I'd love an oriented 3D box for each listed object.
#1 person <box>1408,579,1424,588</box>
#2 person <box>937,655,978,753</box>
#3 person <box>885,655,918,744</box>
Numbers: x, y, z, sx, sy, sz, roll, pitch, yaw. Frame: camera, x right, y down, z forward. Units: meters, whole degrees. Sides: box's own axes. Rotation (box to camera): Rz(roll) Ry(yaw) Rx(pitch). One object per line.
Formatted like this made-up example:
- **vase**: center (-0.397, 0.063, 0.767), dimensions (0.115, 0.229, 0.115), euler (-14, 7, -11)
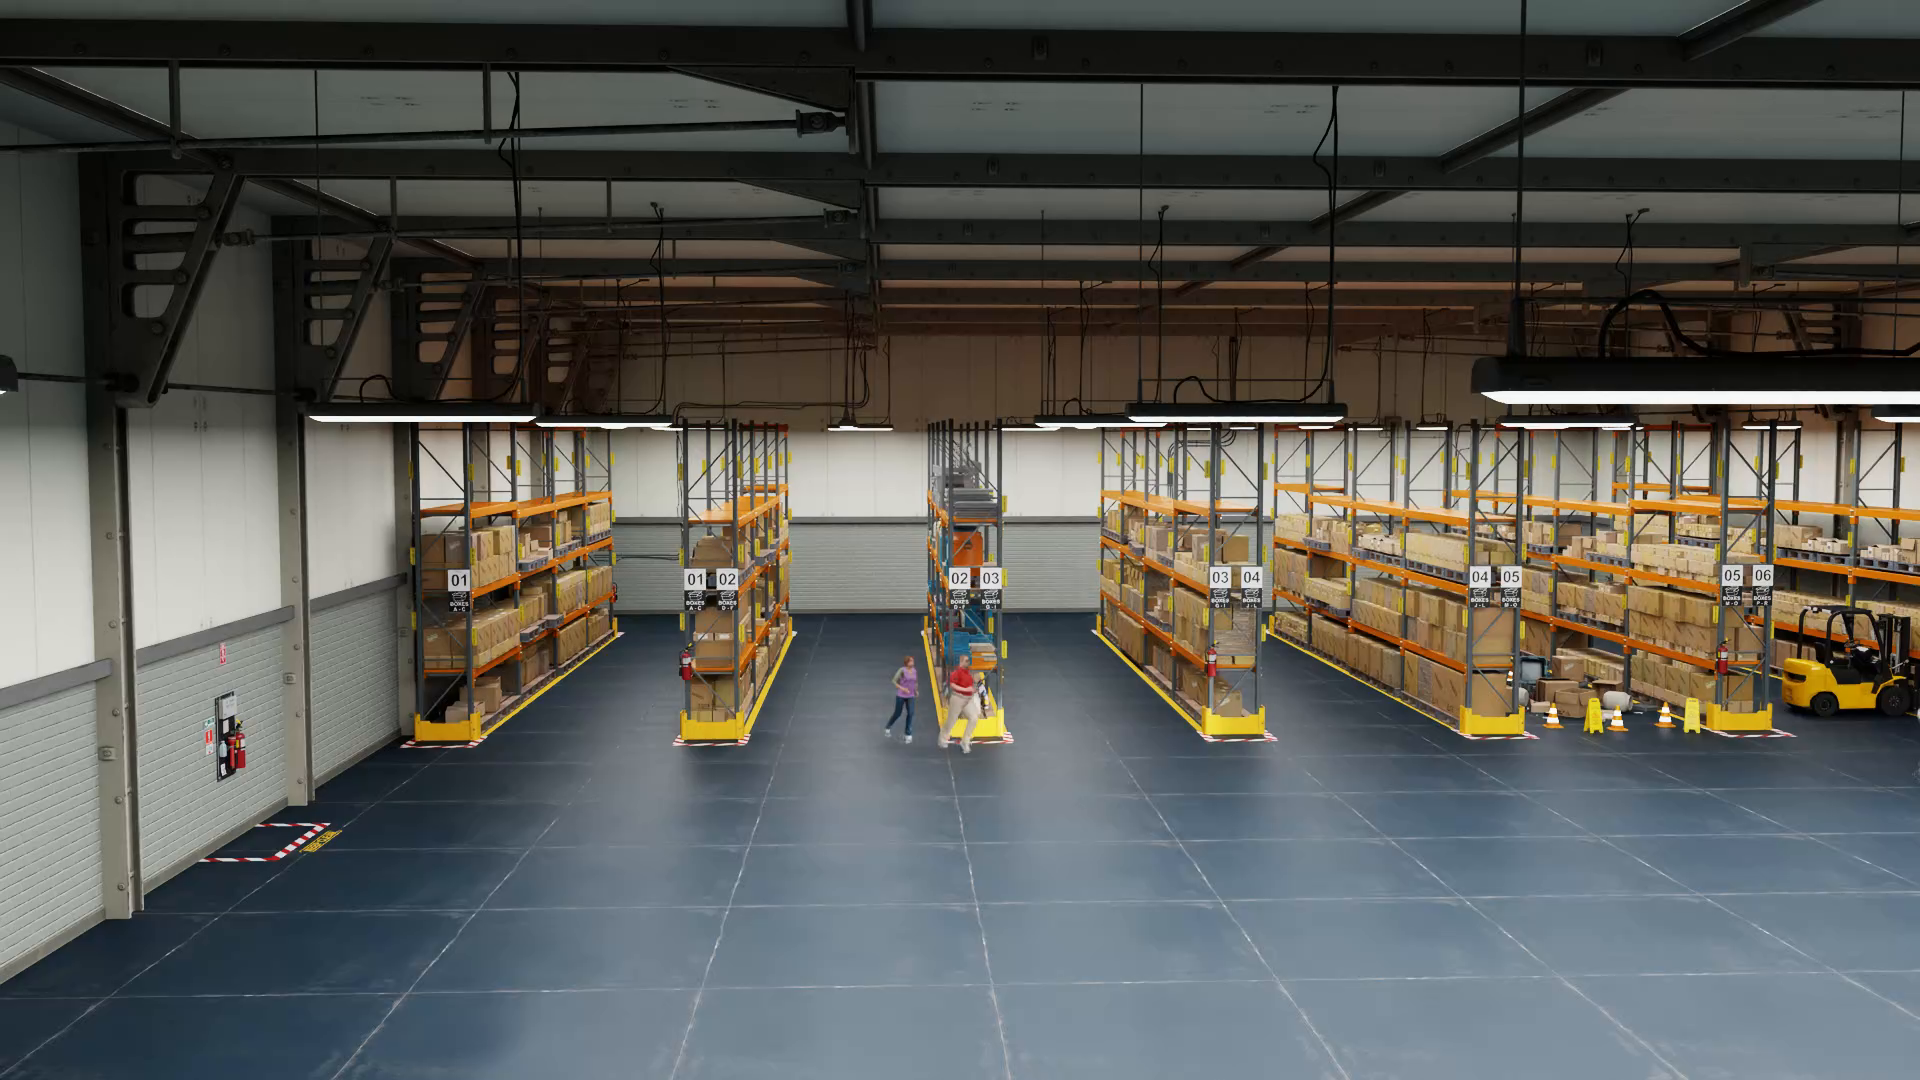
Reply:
- **person**: center (13.456, 1.690, 49.356), dimensions (0.779, 1.848, 0.662), euler (0, 4, 0)
- **person**: center (-0.001, 2.965, 30.062), dimensions (0.760, 1.773, 0.711), euler (3, 5, 38)
- **person**: center (-0.994, 2.939, 30.973), dimensions (0.609, 1.586, 0.826), euler (-2, 4, -29)
